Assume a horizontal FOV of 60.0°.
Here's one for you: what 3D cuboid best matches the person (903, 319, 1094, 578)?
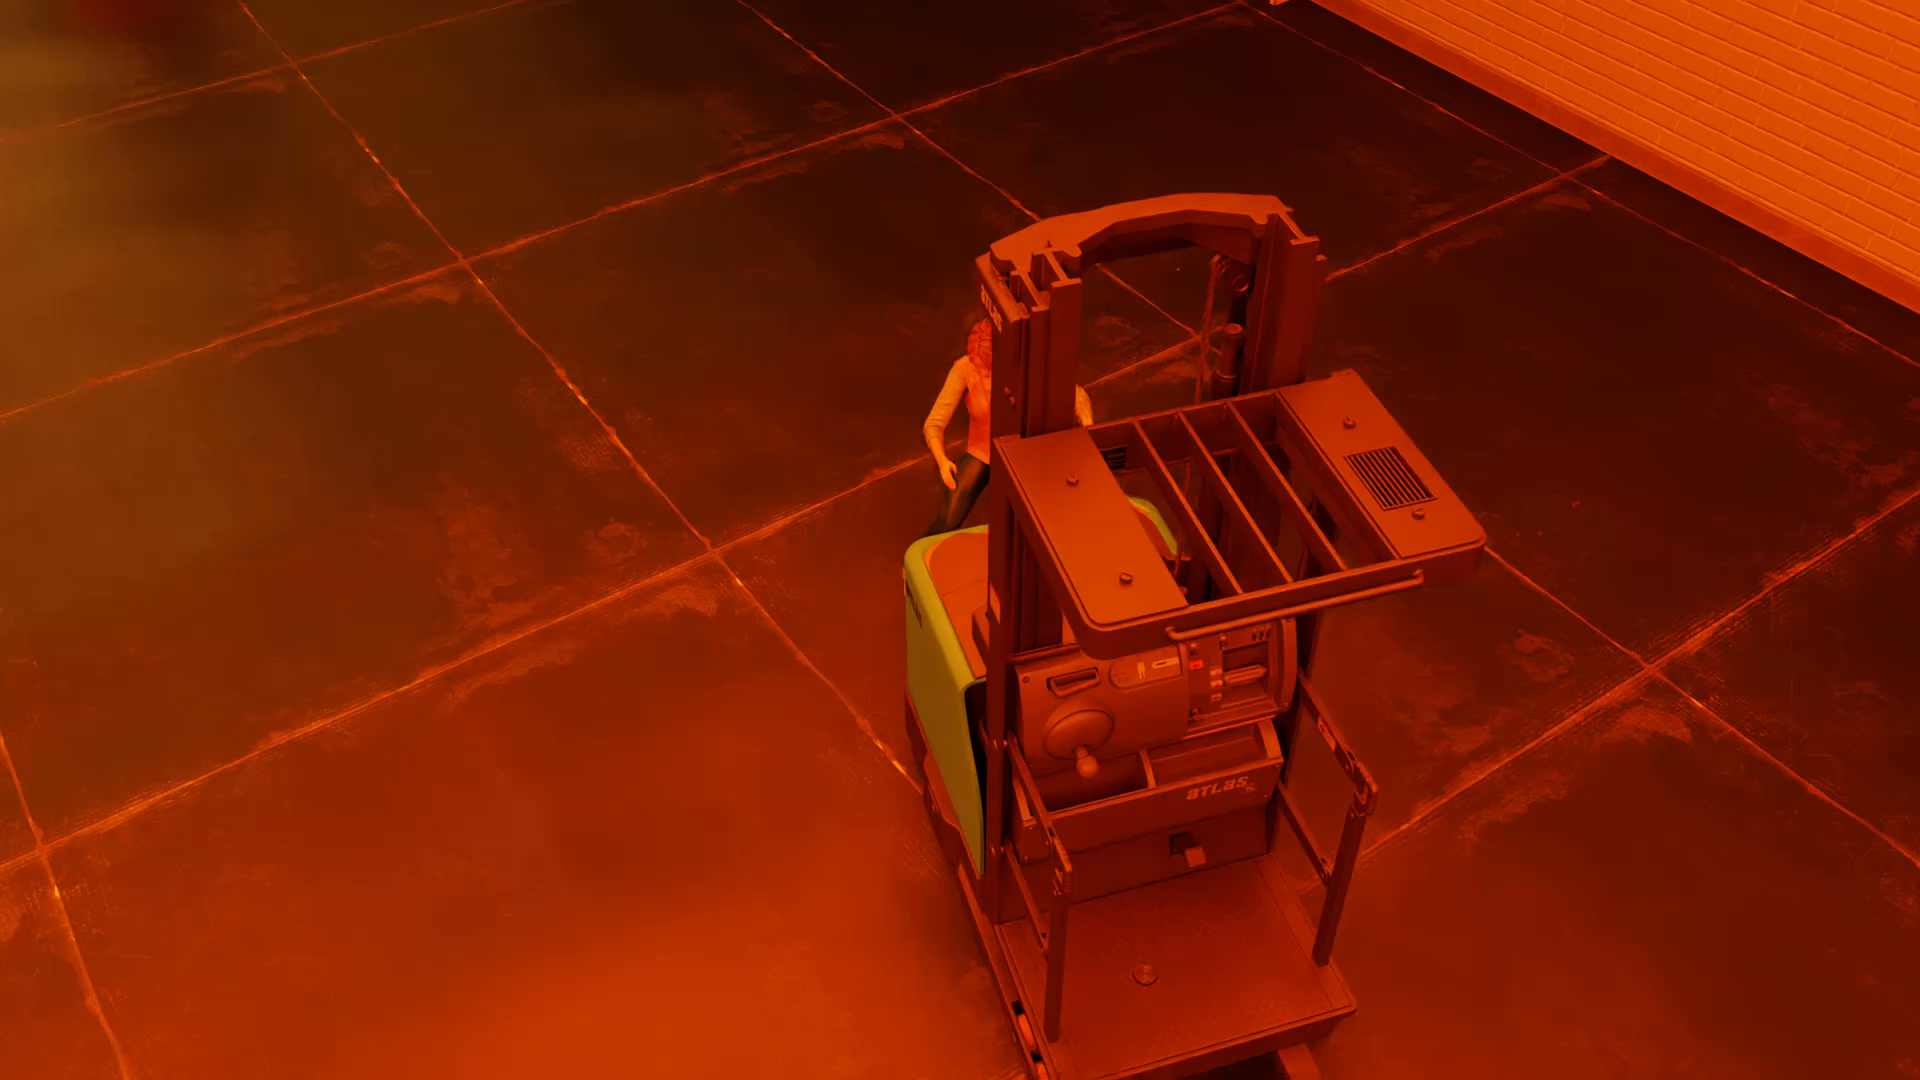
[{"bbox_3d":[0.177,-0.290,7.176,0.877,1.374,0.674,3,43,3],"label":"person"}]

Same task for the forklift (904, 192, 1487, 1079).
[{"bbox_3d":[0.696,0.570,5.097,1.130,2.935,3.031,-12,44,-13],"label":"forklift"}]
